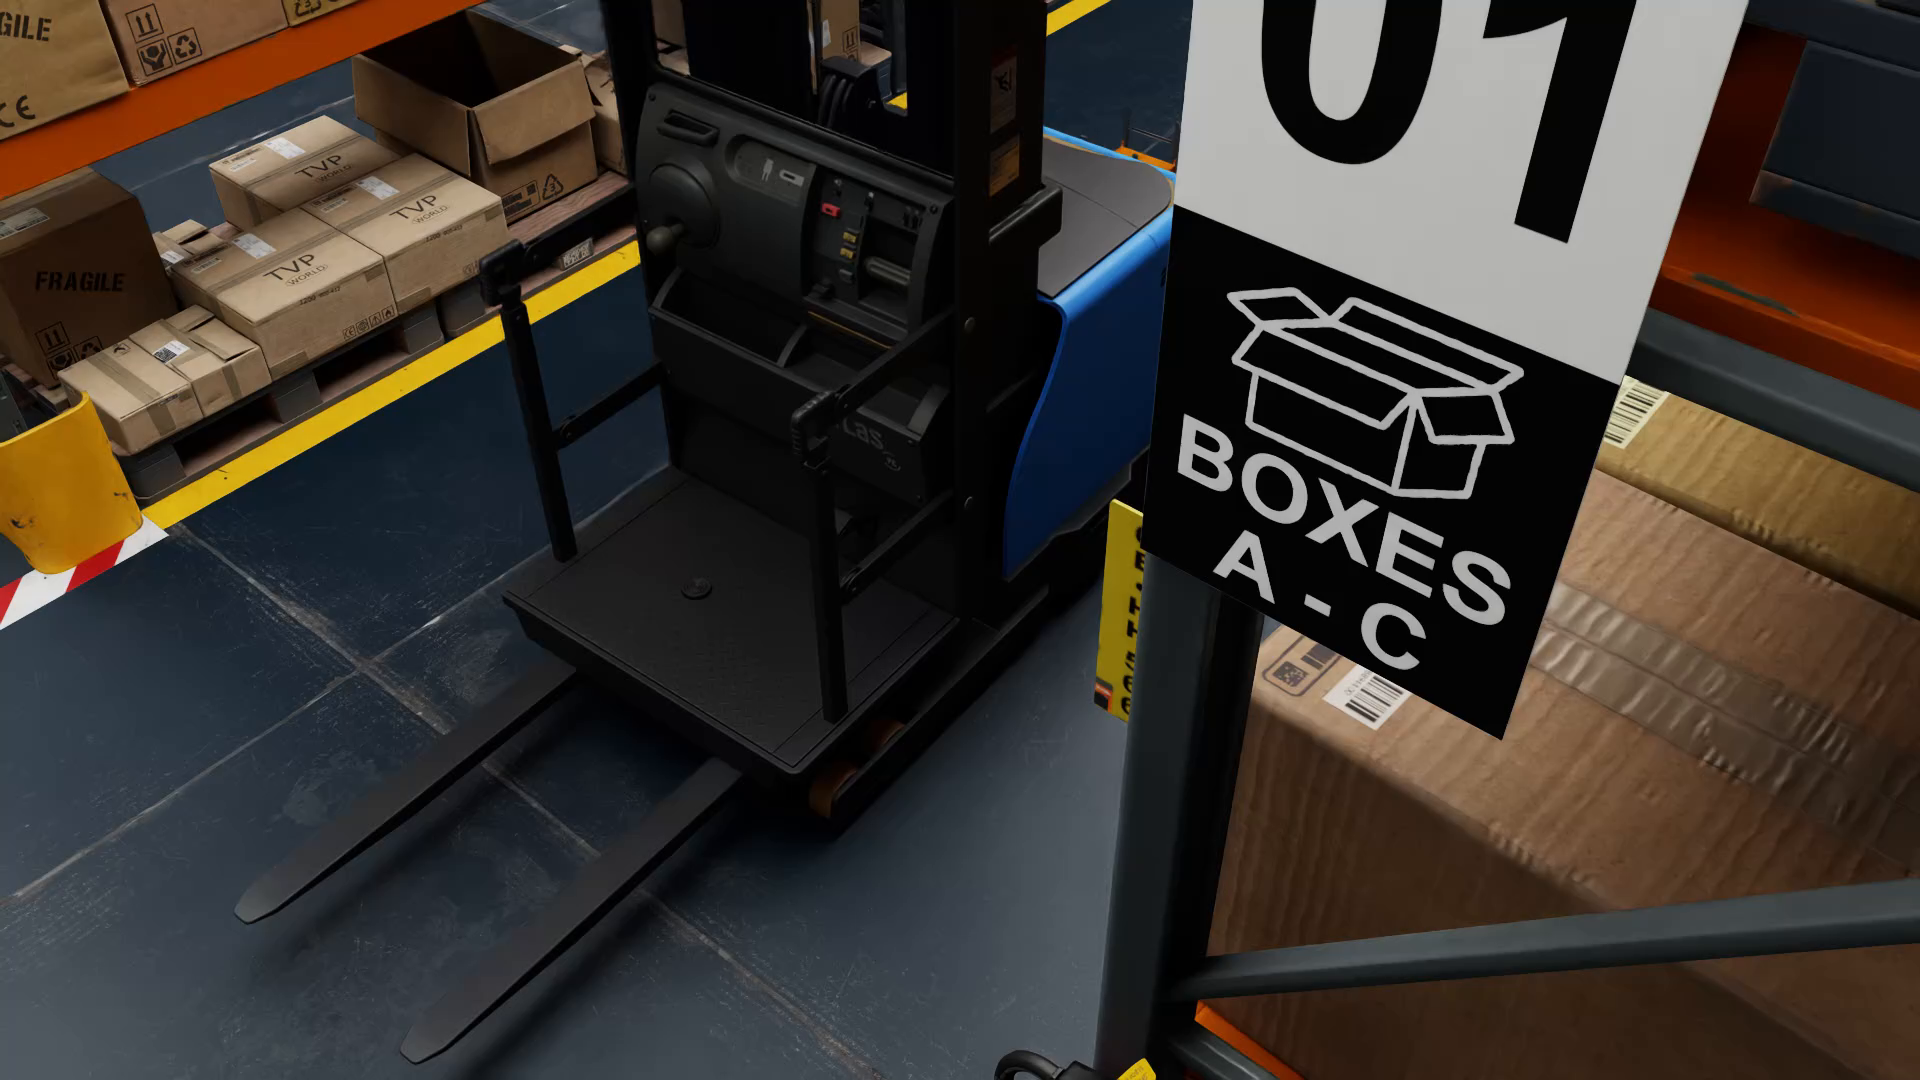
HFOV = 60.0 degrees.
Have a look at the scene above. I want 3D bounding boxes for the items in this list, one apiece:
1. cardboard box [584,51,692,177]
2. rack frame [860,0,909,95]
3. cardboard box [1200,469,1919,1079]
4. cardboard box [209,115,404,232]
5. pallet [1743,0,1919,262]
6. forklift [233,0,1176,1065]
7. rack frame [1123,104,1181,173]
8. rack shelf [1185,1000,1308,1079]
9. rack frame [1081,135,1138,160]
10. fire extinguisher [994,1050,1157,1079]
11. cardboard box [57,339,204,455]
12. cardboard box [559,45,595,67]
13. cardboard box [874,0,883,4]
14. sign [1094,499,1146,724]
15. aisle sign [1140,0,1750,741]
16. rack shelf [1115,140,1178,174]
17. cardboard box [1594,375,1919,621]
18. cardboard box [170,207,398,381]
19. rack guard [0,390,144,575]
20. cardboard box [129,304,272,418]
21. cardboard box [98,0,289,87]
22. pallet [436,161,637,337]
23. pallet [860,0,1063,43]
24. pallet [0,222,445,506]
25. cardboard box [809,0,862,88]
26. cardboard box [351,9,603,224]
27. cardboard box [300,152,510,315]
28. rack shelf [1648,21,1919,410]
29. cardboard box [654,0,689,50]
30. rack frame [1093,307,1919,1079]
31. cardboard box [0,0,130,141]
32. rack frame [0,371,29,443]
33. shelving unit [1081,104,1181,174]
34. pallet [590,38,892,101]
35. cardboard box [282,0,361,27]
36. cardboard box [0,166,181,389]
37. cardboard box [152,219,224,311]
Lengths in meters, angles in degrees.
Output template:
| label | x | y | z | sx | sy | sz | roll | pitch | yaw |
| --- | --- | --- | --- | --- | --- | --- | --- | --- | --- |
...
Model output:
| label | x | y | z | sx | sy | sz | roll | pitch | yaw |
| --- | --- | --- | --- | --- | --- | --- | --- | --- | --- |
| cardboard box | -1.244 | -1.712 | 6.575 | 0.500 | 0.311 | 0.500 | 29 | 50 | 28 |
| rack frame | -0.612 | -3.347 | 6.701 | 1.000 | 3.000 | 0.127 | 29 | 50 | 28 |
| cardboard box | 0.928 | 0.478 | 2.272 | 0.980 | 0.700 | 0.700 | 32 | 51 | 30 |
| cardboard box | -2.391 | -1.295 | 6.162 | 0.500 | 0.250 | 0.500 | 29 | 50 | 28 |
| pallet | 1.077 | -0.608 | 1.525 | 1.003 | 0.211 | 1.213 | 29 | 50 | 28 |
| forklift | -0.551 | -0.715 | 3.857 | 1.130 | 2.935 | 3.031 | 27 | 49 | 26 |
| rack frame | 0.596 | -0.928 | 5.490 | 0.200 | 1.050 | 0.008 | 27 | 49 | 26 |
| rack shelf | 1.895 | 0.092 | 3.454 | 1.077 | 0.370 | 4.000 | 29 | 50 | 28 |
| rack frame | 0.450 | -0.797 | 5.346 | 0.200 | 1.050 | 0.008 | 27 | 49 | 26 |
| fire extinguisher | 0.157 | 0.900 | 2.365 | 0.296 | 0.674 | 0.183 | 29 | 50 | 28 |
| cardboard box | -2.654 | -0.462 | 5.320 | 0.380 | 0.149 | 0.250 | 29 | 50 | 28 |
| cardboard box | -1.597 | -1.889 | 6.877 | 0.380 | 0.166 | 0.250 | 29 | 50 | 28 |
| cardboard box | -0.114 | -2.728 | 7.552 | 0.500 | 0.500 | 0.500 | 27 | 49 | 27 |
| sign | 0.201 | 0.097 | 1.876 | 0.100 | 0.325 | 0.005 | 29 | 50 | 28 |
| aisle sign | 0.332 | -0.199 | 1.307 | 0.394 | 0.787 | 0.004 | 29 | 50 | 28 |
| rack shelf | 0.523 | -1.064 | 5.234 | 0.215 | 0.259 | 0.240 | 27 | 49 | 26 |
| cardboard box | 1.388 | 0.098 | 2.689 | 0.980 | 0.700 | 0.700 | 29 | 50 | 28 |
| cardboard box | -2.297 | -0.847 | 5.669 | 0.500 | 0.250 | 0.500 | 29 | 50 | 28 |
| rack guard | -3.137 | -0.401 | 5.320 | 1.175 | 0.500 | 0.348 | 29 | 50 | 28 |
| cardboard box | -2.493 | -0.597 | 5.456 | 0.380 | 0.166 | 0.250 | 29 | 50 | 28 |
| cardboard box | -2.371 | -1.706 | 4.823 | 0.500 | 0.500 | 0.500 | 29 | 50 | 28 |
| pallet | -1.840 | -1.331 | 6.557 | 1.003 | 0.211 | 1.213 | 29 | 50 | 28 |
| pallet | -0.117 | -2.750 | 8.118 | 1.003 | 0.211 | 1.213 | 29 | 50 | 28 |
| pallet | -2.625 | -0.705 | 5.869 | 1.003 | 0.211 | 1.213 | 29 | 50 | 28 |
| cardboard box | -0.762 | -2.169 | 6.936 | 0.500 | 0.500 | 0.500 | 29 | 50 | 28 |
| cardboard box | -1.817 | -1.616 | 6.327 | 0.797 | 0.503 | 0.637 | 29 | 50 | 28 |
| cardboard box | -1.976 | -1.105 | 5.952 | 0.500 | 0.250 | 0.500 | 29 | 50 | 28 |
| rack shelf | 1.895 | -1.018 | 2.445 | 1.077 | 0.370 | 4.000 | 29 | 50 | 28 |
| cardboard box | -1.048 | -2.392 | 7.323 | 0.500 | 0.311 | 0.500 | 29 | 50 | 28 |
| rack frame | 0.605 | 0.854 | 2.081 | 0.949 | 2.616 | 0.053 | 29 | 50 | 28 |
| cardboard box | -2.699 | -1.438 | 4.528 | 0.500 | 0.500 | 0.500 | 31 | 50 | 29 |
| rack frame | -3.186 | -1.287 | 4.436 | 1.000 | 3.000 | 0.127 | 29 | 50 | 28 |
| shelving unit | 0.523 | -0.862 | 5.418 | 0.215 | 1.050 | 0.252 | 27 | 49 | 26 |
| pallet | -1.055 | -1.962 | 7.251 | 1.003 | 0.211 | 1.213 | 29 | 50 | 28 |
| cardboard box | -2.046 | -1.964 | 5.106 | 0.500 | 0.500 | 0.500 | 29 | 50 | 28 |
| cardboard box | -3.025 | -0.912 | 5.554 | 0.500 | 0.500 | 0.500 | 29 | 50 | 28 |
| cardboard box | -2.695 | -0.958 | 5.853 | 0.380 | 0.166 | 0.250 | 29 | 50 | 28 |
